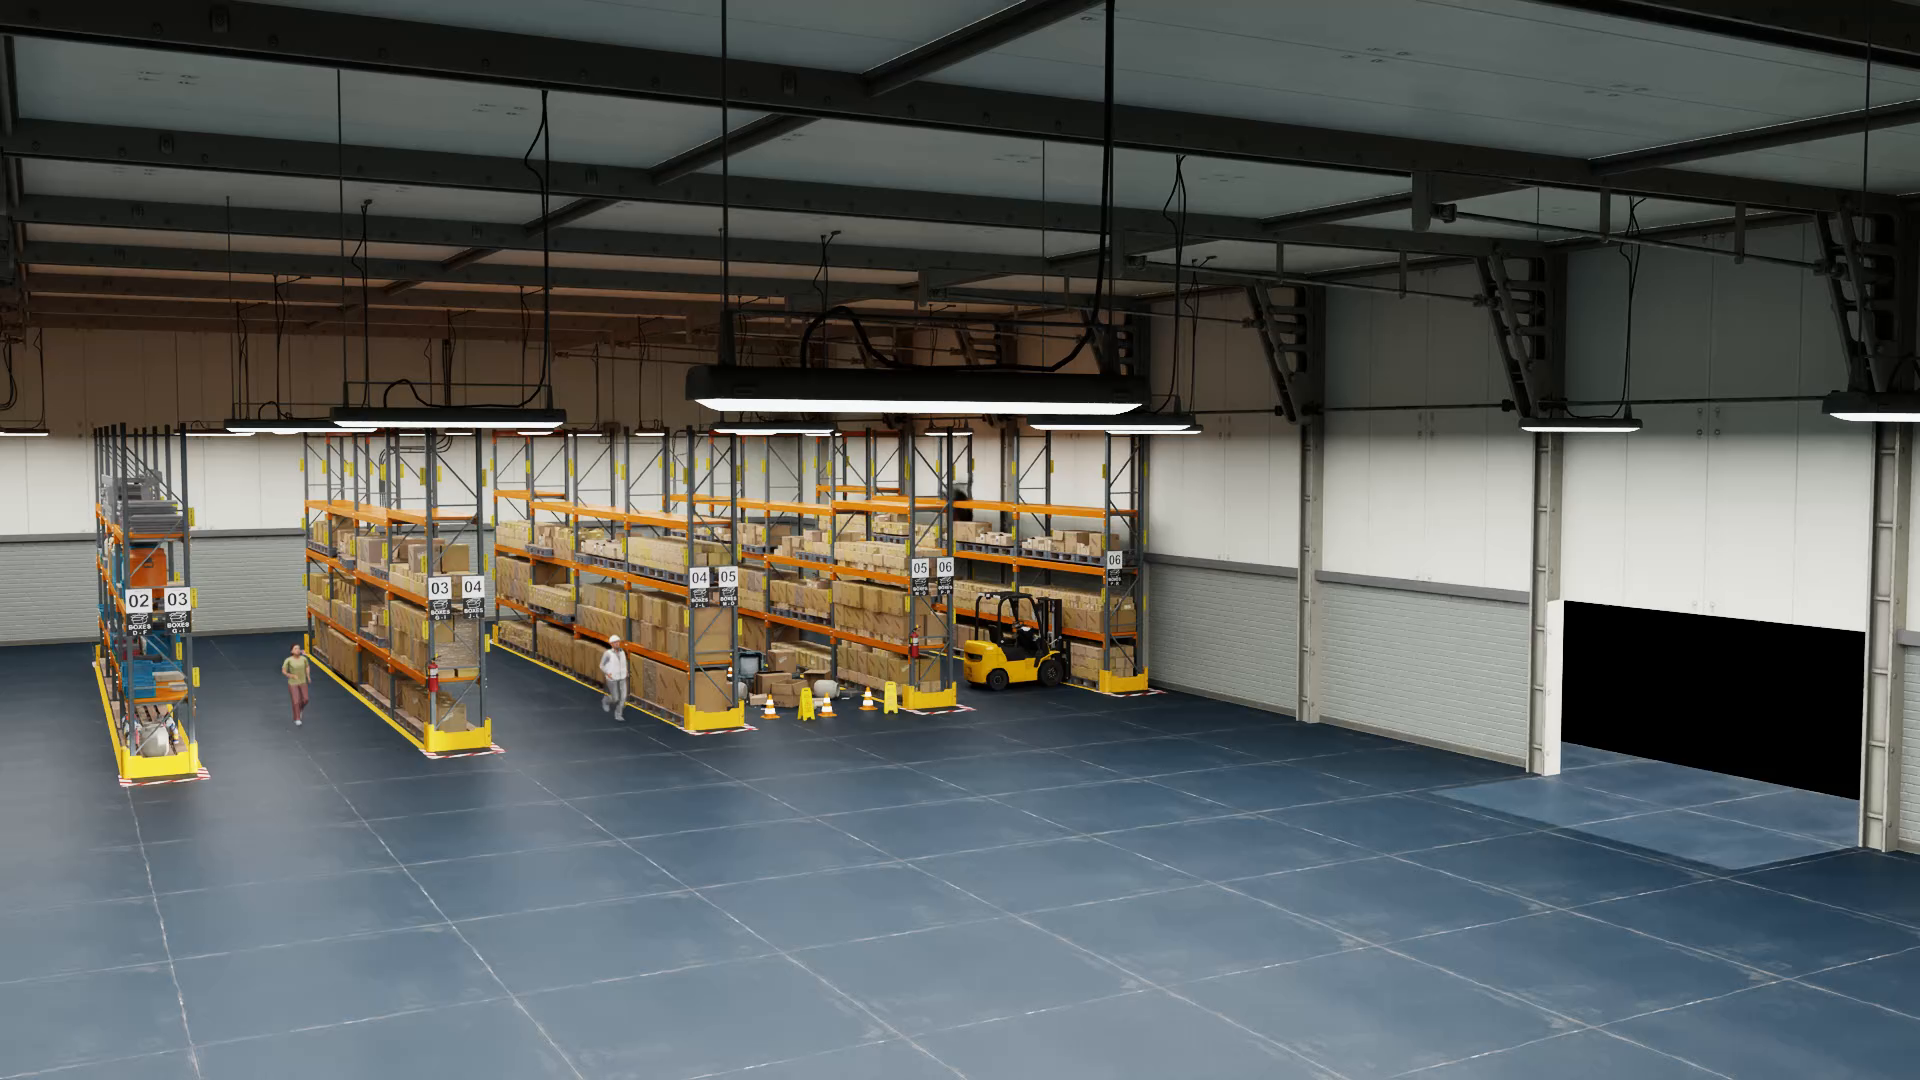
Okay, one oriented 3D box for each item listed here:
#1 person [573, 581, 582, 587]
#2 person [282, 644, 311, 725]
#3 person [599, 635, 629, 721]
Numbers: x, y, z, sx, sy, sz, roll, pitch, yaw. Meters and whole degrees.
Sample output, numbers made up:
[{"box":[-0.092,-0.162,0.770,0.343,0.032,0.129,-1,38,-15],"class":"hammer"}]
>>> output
[{"box":[-10.831,2.005,47.111,0.703,1.738,0.593,-3,5,-42],"class":"person"},{"box":[-13.290,2.890,33.369,0.576,1.631,0.542,-3,4,-38],"class":"person"},{"box":[-7.026,2.807,33.915,0.659,1.731,0.678,-3,5,-41],"class":"person"}]
